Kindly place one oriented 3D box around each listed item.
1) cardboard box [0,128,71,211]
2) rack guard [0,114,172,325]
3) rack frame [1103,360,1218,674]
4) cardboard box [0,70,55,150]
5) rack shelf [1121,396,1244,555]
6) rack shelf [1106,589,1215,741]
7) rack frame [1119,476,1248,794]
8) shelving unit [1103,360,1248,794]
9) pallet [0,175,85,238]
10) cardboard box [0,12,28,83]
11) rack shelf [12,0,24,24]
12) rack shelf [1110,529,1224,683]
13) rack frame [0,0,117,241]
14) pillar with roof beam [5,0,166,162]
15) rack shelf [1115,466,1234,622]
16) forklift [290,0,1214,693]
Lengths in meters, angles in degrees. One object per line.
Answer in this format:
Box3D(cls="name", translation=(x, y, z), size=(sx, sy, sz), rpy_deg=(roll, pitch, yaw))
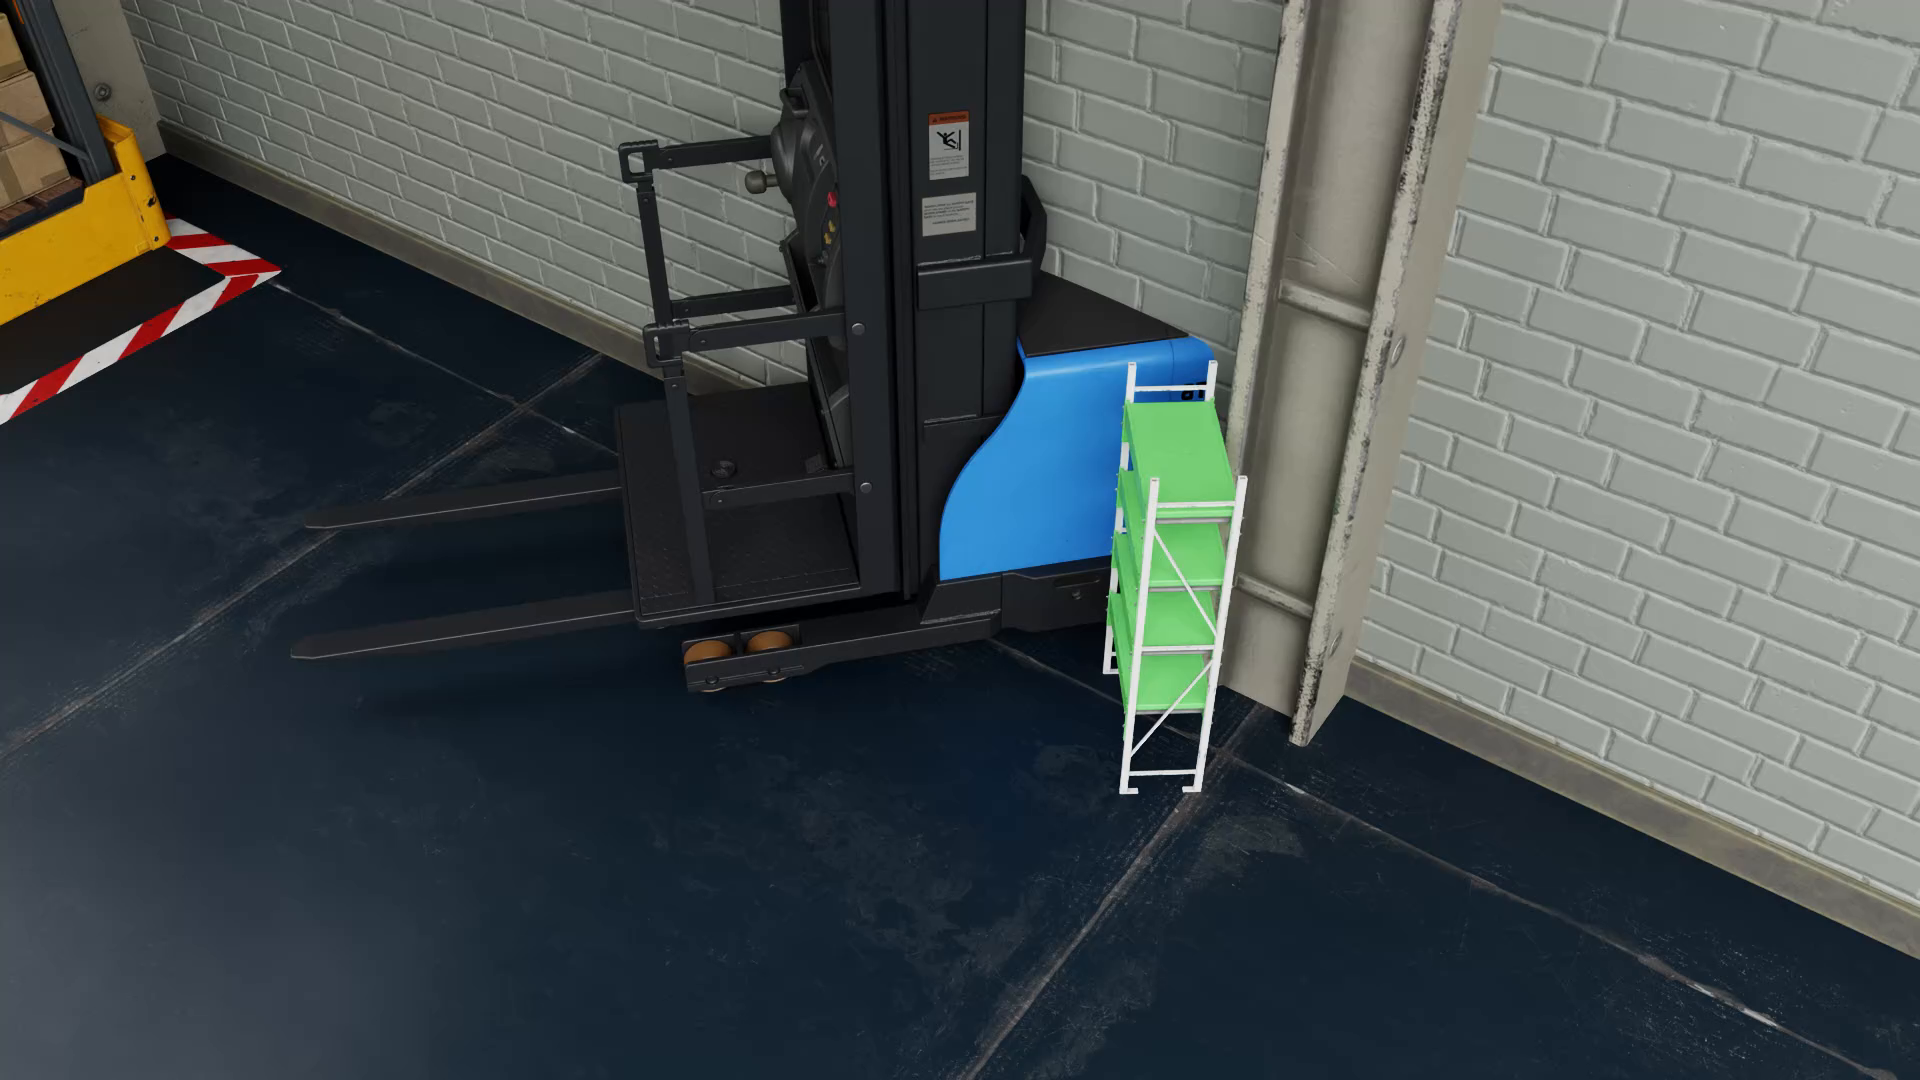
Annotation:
Box3D(cls="cardboard box", translation=(-4.179, -1.612, 7.049), size=(0.500, 0.250, 0.500), rpy_deg=(25, 48, 25))
Box3D(cls="rack guard", translation=(-3.870, -1.245, 6.766), size=(0.348, 0.500, 1.175), rpy_deg=(25, 48, 25))
Box3D(cls="rack frame", translation=(0.574, -0.030, 4.884), size=(0.240, 1.200, 0.015), rpy_deg=(-1, 42, -2))
Box3D(cls="cardboard box", translation=(-4.155, -1.797, 6.881), size=(0.500, 0.250, 0.500), rpy_deg=(26, 48, 26))
Box3D(cls="rack shelf", translation=(0.583, -0.178, 4.425), size=(0.258, 0.148, 0.480), rpy_deg=(-1, 42, -2))
Box3D(cls="rack shelf", translation=(0.583, 0.359, 4.905), size=(0.258, 0.148, 0.480), rpy_deg=(-1, 42, -2))
Box3D(cls="rack frame", translation=(0.592, 0.295, 4.520), size=(0.240, 1.200, 0.015), rpy_deg=(-1, 42, -2))
Box3D(cls="shelving unit", translation=(0.583, 0.133, 4.702), size=(0.258, 1.200, 0.503), rpy_deg=(-1, 42, -2))
Box3D(cls="pallet", translation=(-4.540, -1.416, 7.174), size=(1.213, 0.211, 1.003), rpy_deg=(25, 48, 25))
Box3D(cls="cardboard box", translation=(-4.174, -1.977, 6.708), size=(0.500, 0.250, 0.500), rpy_deg=(24, 47, 25))
Box3D(cls="rack shelf", translation=(-5.527, -2.683, 7.039), size=(4.000, 0.370, 1.077), rpy_deg=(25, 48, 25))
Box3D(cls="rack shelf", translation=(0.583, 0.180, 4.745), size=(0.258, 0.148, 0.480), rpy_deg=(-1, 42, -2))
Box3D(cls="rack frame", translation=(-3.889, -2.186, 5.943), size=(0.127, 3.000, 1.000), rpy_deg=(25, 48, 25))
Box3D(cls="pillar with roof beam", translation=(-6.414, -2.830, 2.164), size=(0.400, 9.000, 9.100), rpy_deg=(25, 48, 25))
Box3D(cls="rack shelf", translation=(0.583, 0.001, 4.585), size=(0.258, 0.148, 0.480), rpy_deg=(-1, 42, -2))
Box3D(cls="forklift", translation=(-0.614, -1.003, 4.673), size=(3.031, 2.935, 1.130), rpy_deg=(-8, 42, -9))
